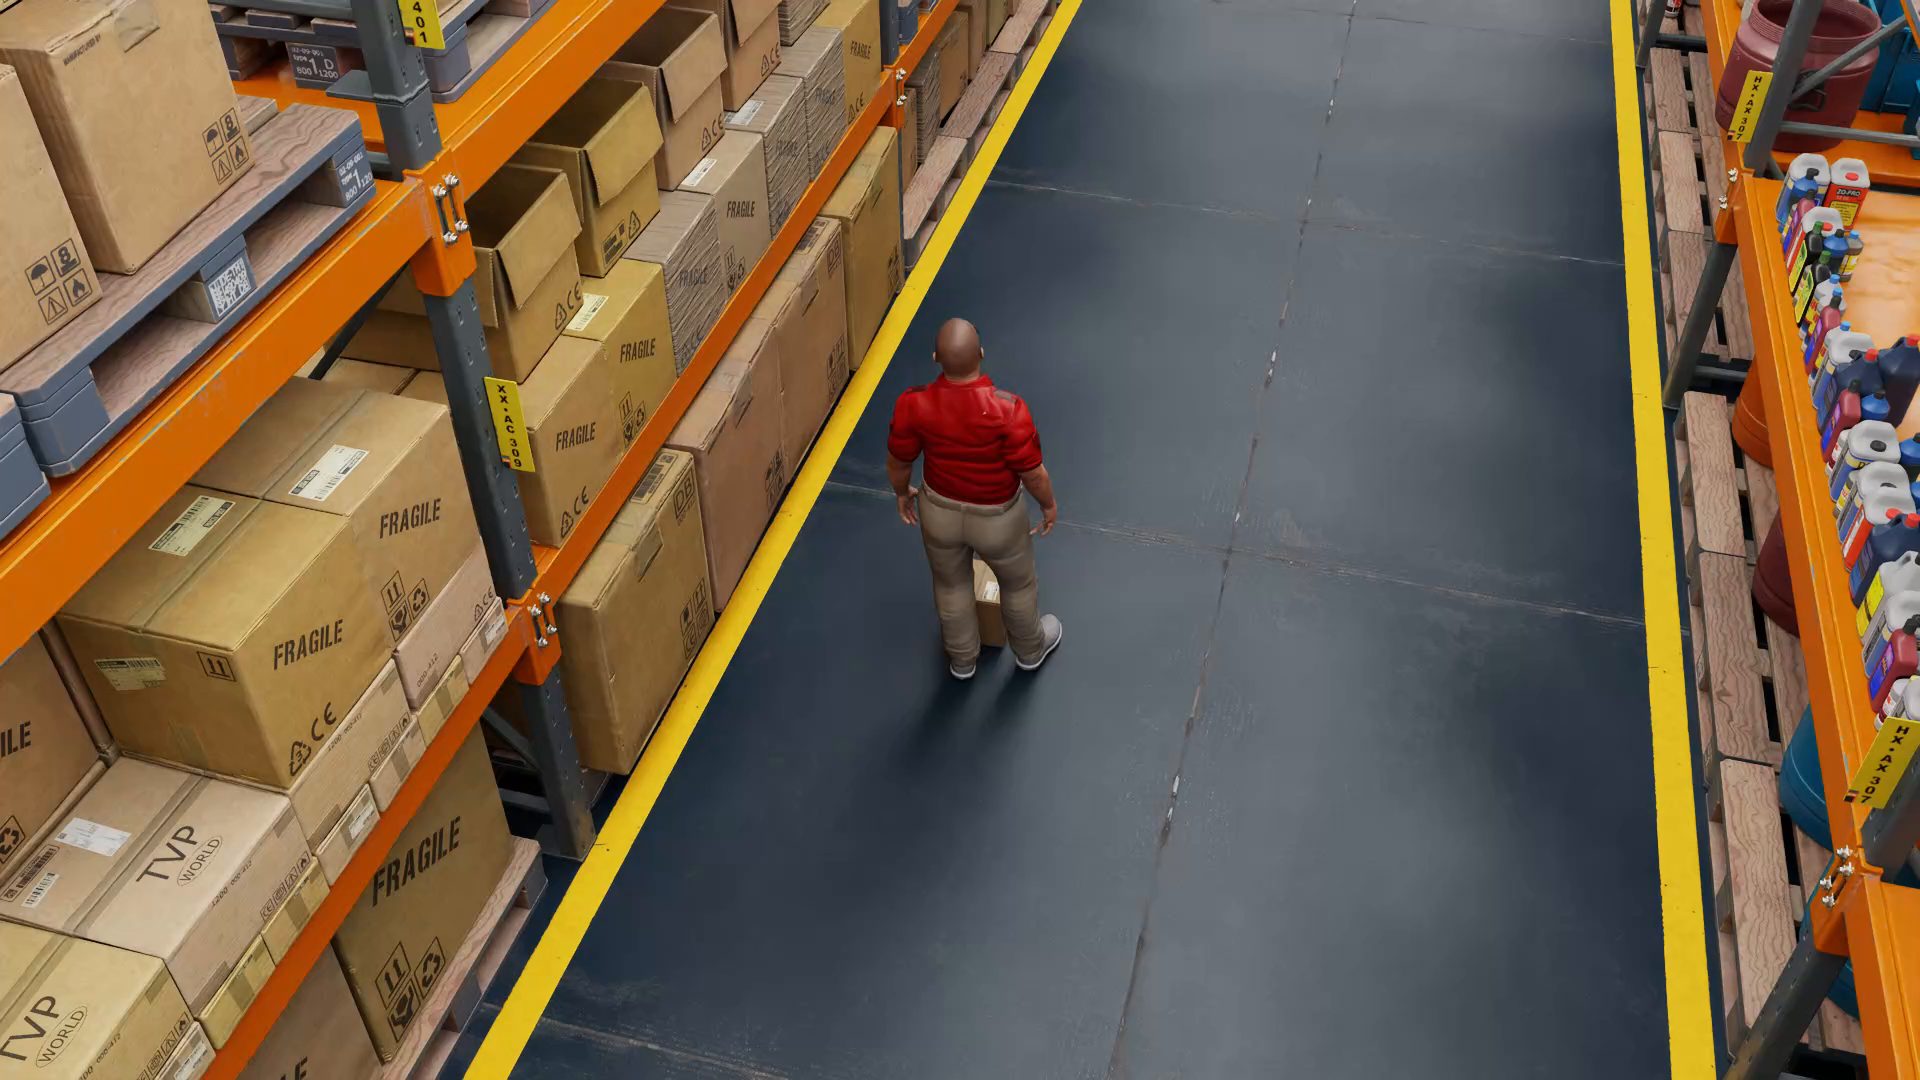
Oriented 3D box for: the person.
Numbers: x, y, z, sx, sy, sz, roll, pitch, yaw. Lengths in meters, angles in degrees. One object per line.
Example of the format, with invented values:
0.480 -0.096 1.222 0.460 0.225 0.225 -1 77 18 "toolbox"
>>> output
0.073 -0.170 6.355 0.640 1.727 0.551 9 42 10 "person"
